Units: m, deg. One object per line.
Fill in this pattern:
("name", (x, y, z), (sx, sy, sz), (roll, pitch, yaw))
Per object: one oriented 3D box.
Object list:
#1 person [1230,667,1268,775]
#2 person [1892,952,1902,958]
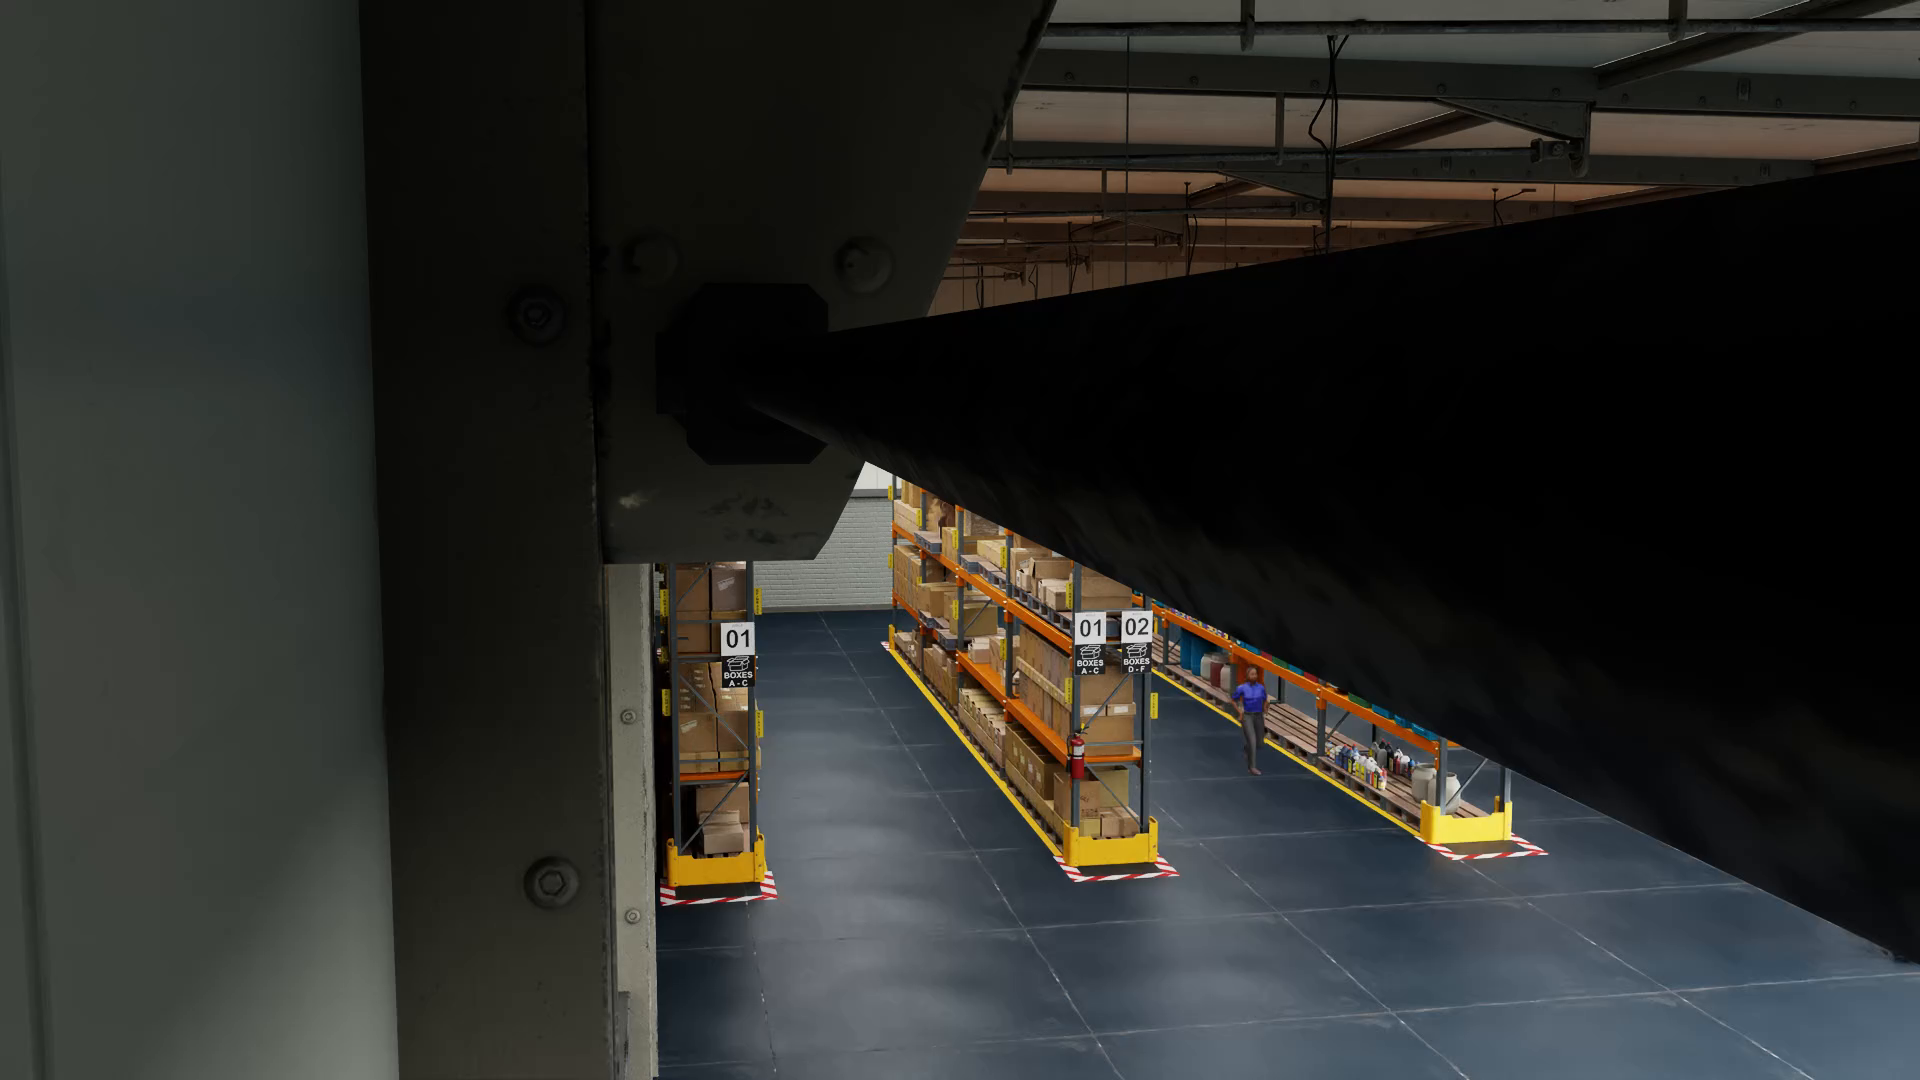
("person", (4.469, 2.766, 25.617), (0.584, 1.603, 0.749), (-2, 6, -14))
("person", (10.142, 3.599, 17.451), (0.600, 1.683, 0.648), (2, 6, 16))
